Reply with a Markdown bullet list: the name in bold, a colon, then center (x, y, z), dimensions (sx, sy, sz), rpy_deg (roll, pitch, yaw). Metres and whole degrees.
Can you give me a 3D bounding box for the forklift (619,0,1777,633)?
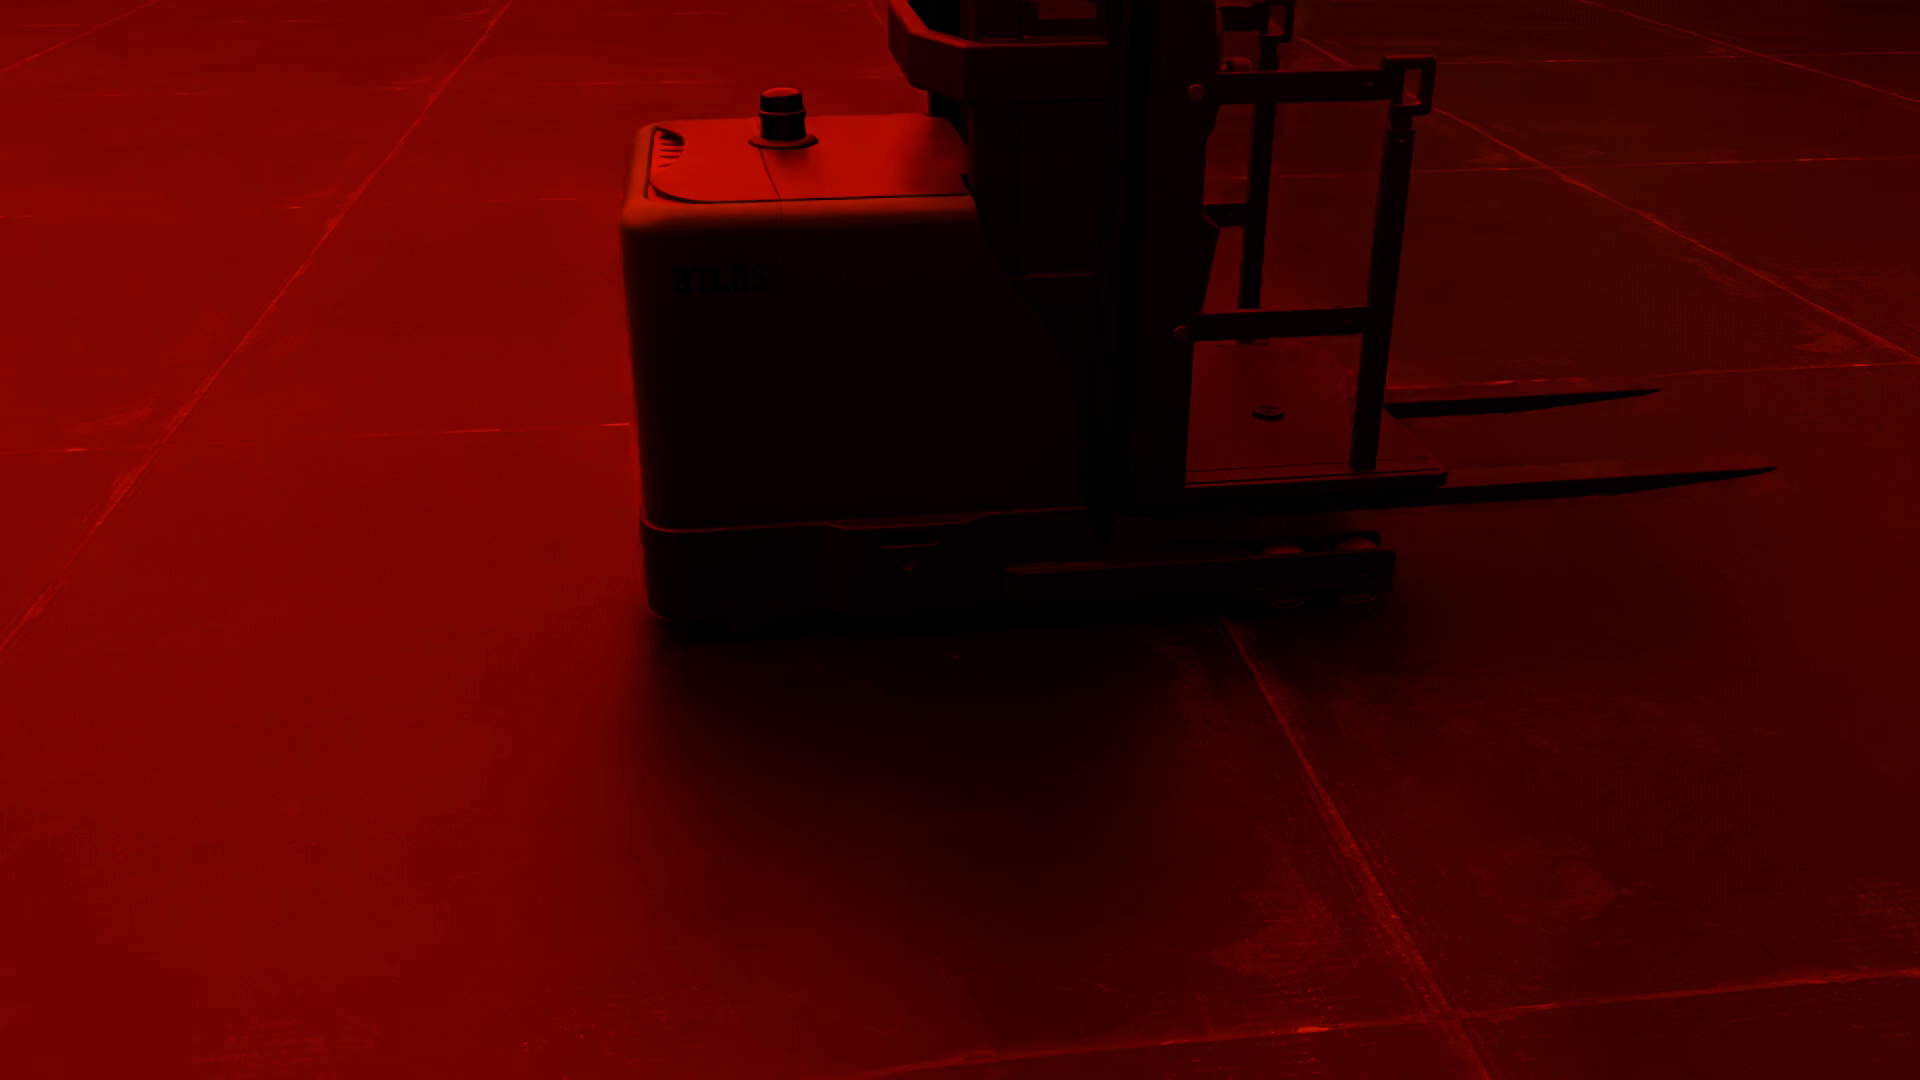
- **forklift**: center (0.671, -1.370, 4.072), dimensions (3.031, 2.935, 1.130), rpy_deg (-3, 26, -7)
